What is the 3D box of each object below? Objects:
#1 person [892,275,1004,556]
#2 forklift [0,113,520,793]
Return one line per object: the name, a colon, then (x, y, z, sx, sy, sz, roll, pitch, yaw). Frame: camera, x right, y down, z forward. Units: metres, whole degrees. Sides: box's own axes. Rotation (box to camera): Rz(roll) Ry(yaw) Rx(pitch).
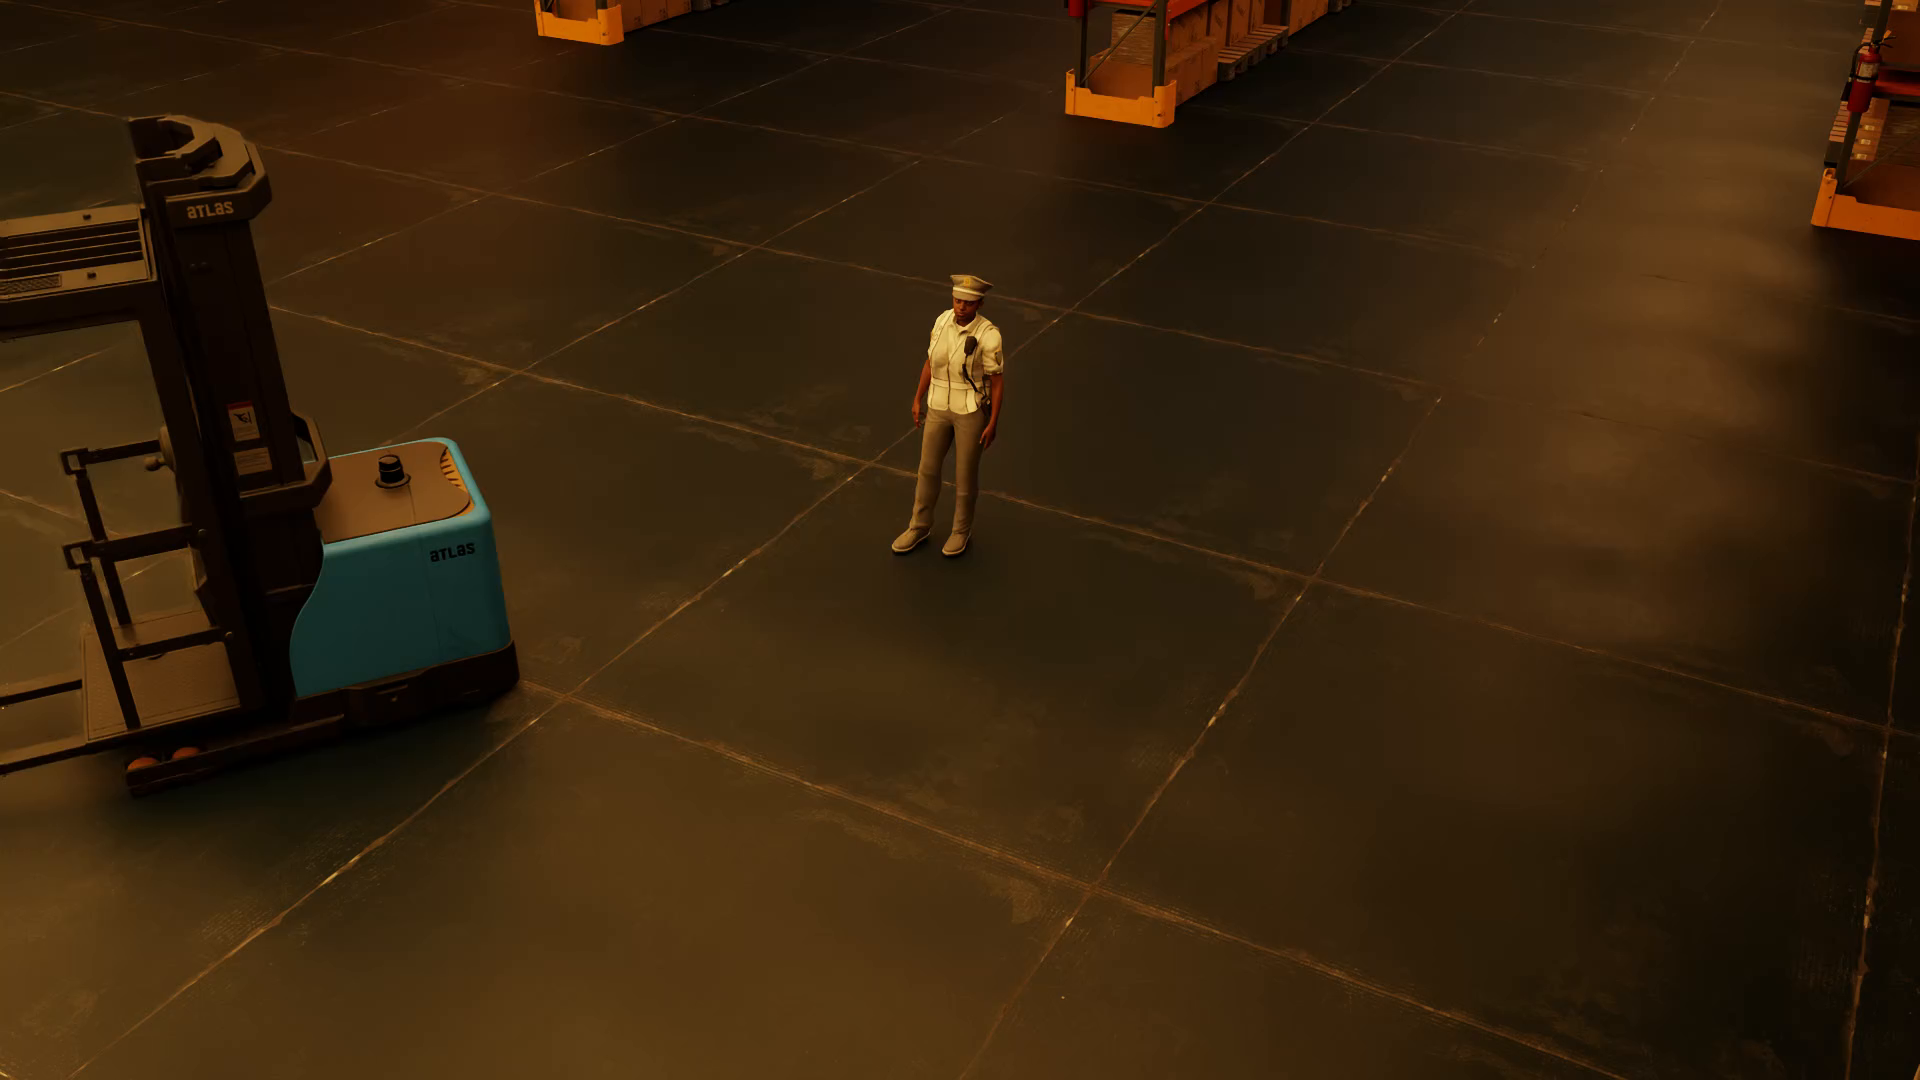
person: (-0.054, -0.712, 9.527, 0.569, 1.695, 0.528, 15, 33, 25)
forklift: (-3.838, -0.368, 7.707, 3.031, 2.935, 1.130, -14, 33, -22)
